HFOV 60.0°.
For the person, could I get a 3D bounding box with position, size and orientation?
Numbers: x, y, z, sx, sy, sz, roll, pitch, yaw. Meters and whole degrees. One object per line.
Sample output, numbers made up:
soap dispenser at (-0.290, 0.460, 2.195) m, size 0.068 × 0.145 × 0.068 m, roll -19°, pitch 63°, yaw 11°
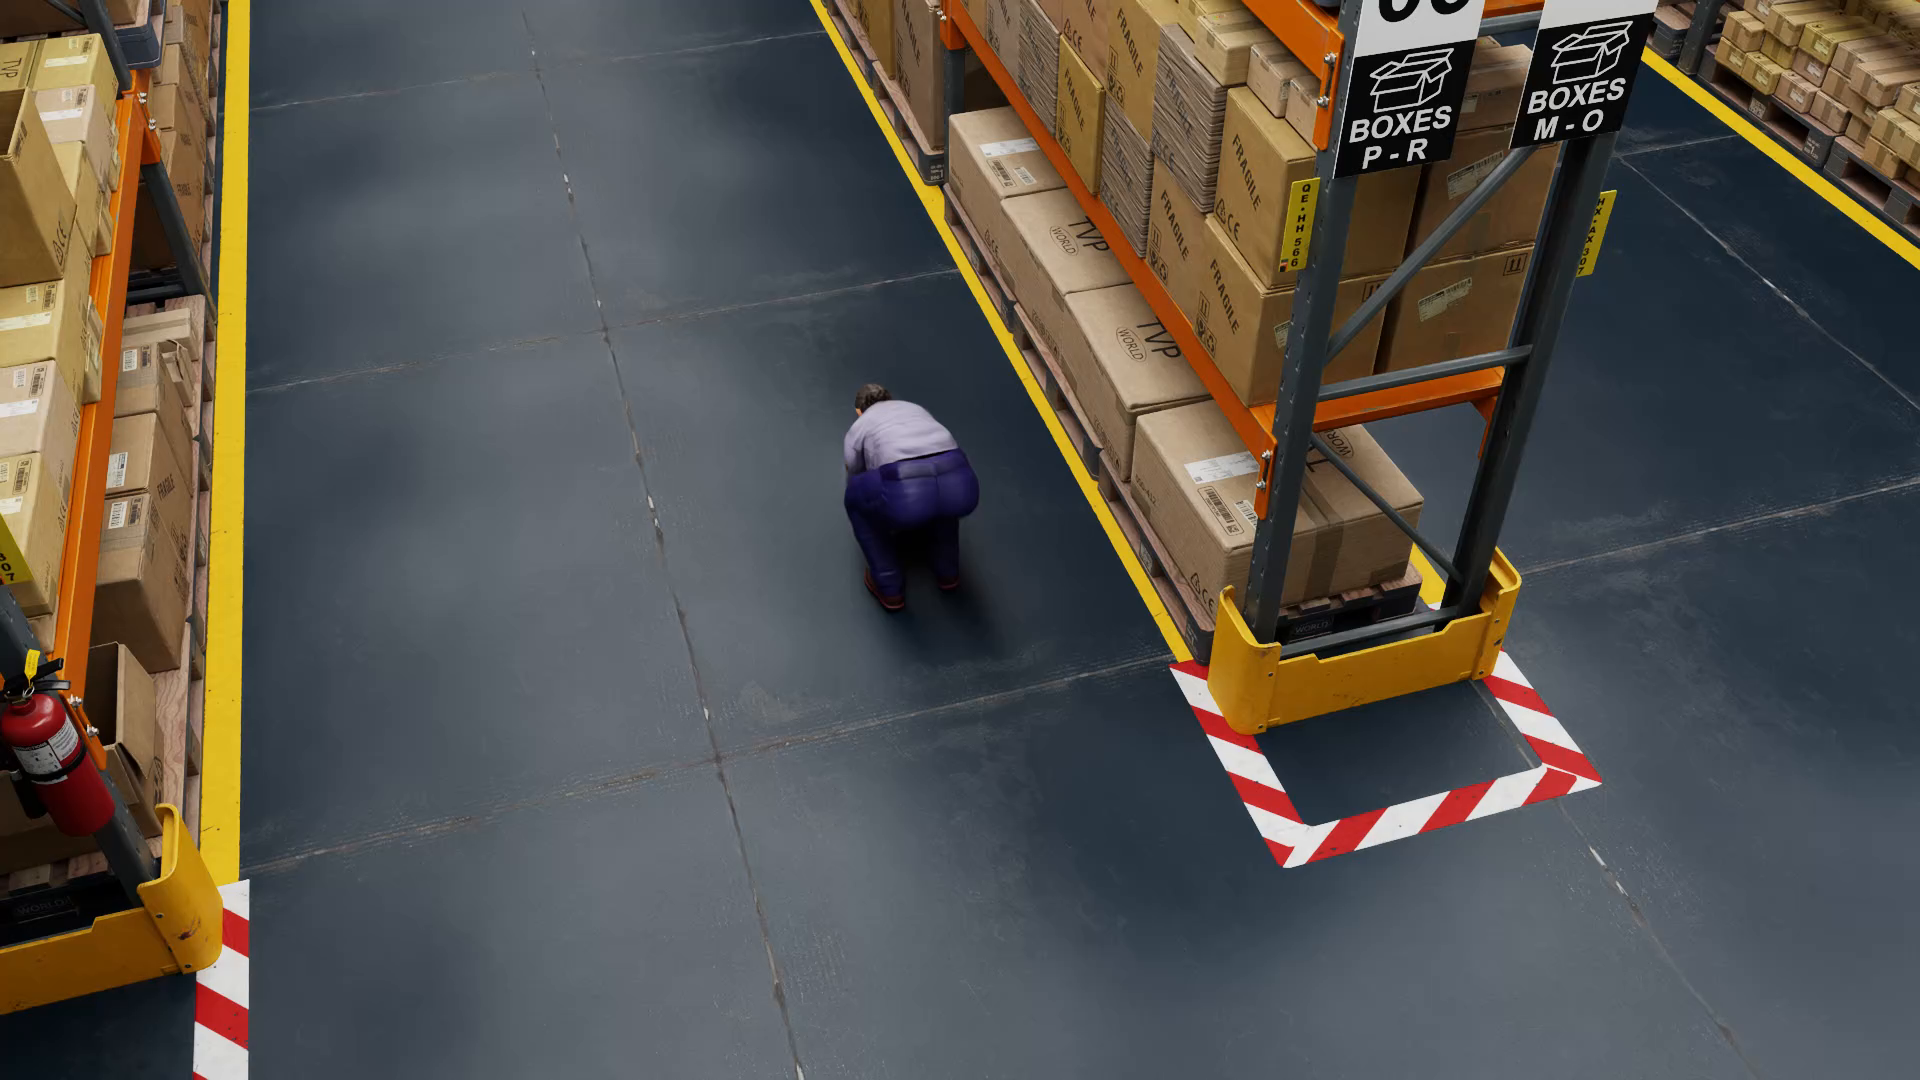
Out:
person at (-0.241, -0.213, 7.003) m, size 0.514 × 0.841 × 0.900 m, roll -14°, pitch 44°, yaw -15°
